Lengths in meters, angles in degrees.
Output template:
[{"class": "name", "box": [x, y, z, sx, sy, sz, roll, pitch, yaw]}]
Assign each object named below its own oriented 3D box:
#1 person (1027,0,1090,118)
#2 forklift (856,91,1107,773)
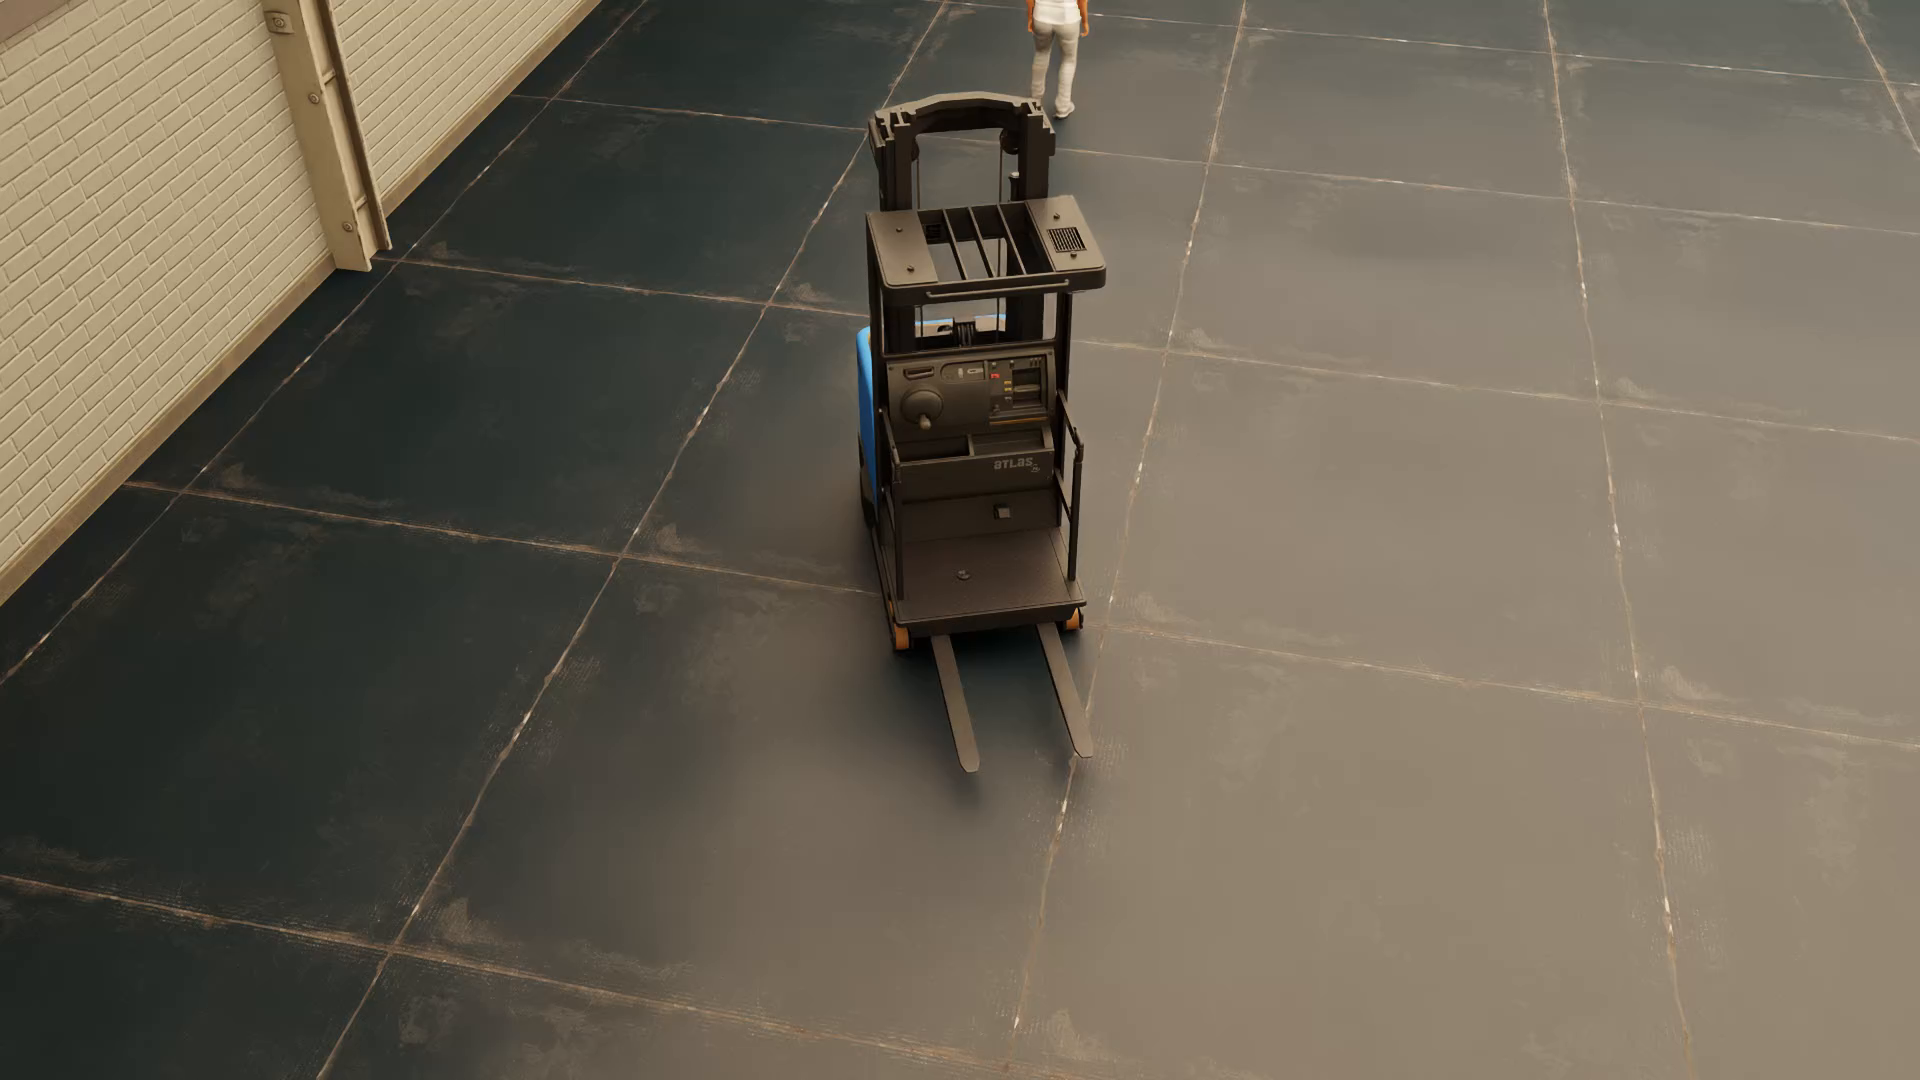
[{"class": "person", "box": [0.865, -4.561, 14.595, 0.573, 1.689, 0.468, 13, 41, 15]}, {"class": "forklift", "box": [0.104, -0.747, 8.950, 1.130, 2.935, 3.031, -6, 40, -8]}]
